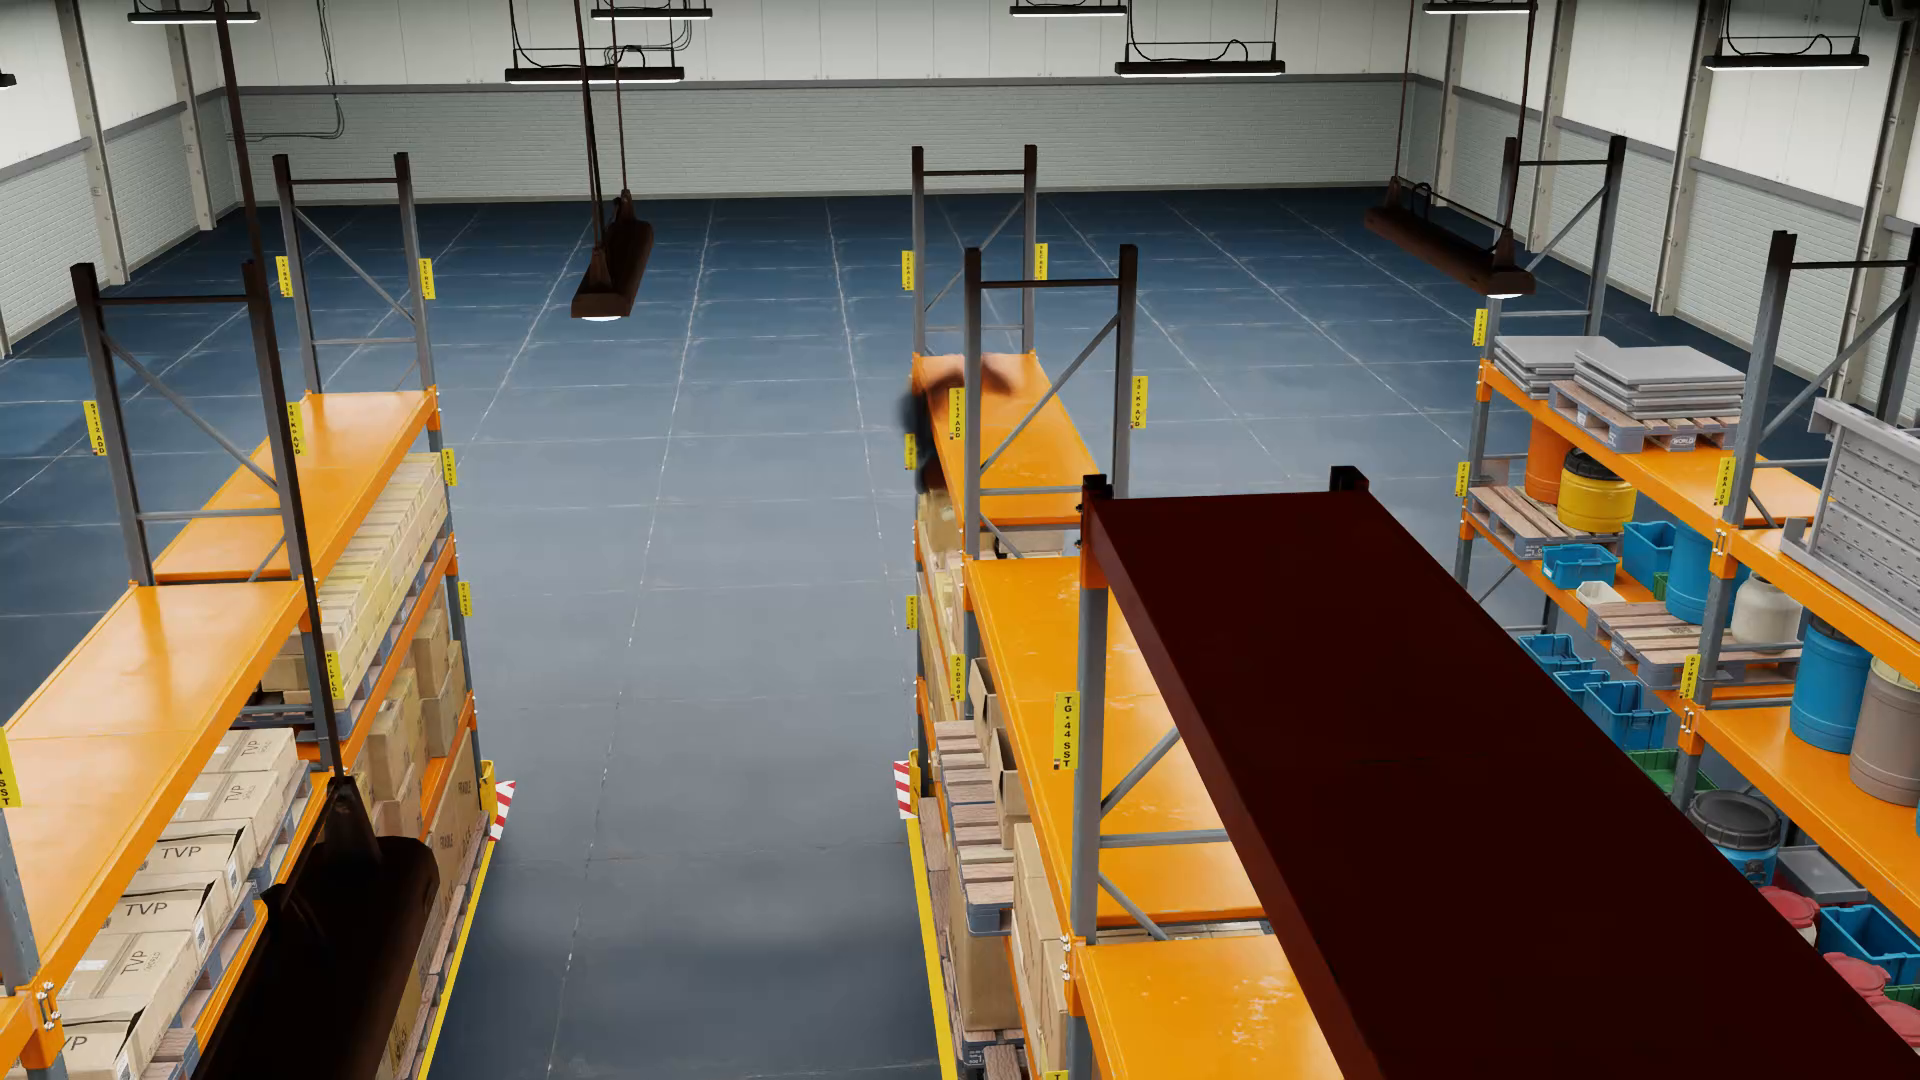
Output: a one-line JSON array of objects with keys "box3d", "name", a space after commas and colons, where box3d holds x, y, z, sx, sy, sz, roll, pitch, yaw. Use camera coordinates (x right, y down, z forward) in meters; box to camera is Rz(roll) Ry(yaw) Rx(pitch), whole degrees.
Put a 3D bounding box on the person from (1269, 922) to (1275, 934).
[{"box3d": [2.500, 2.348, 12.591, 0.640, 1.803, 0.662, -7, 23, -16], "name": "person"}]
